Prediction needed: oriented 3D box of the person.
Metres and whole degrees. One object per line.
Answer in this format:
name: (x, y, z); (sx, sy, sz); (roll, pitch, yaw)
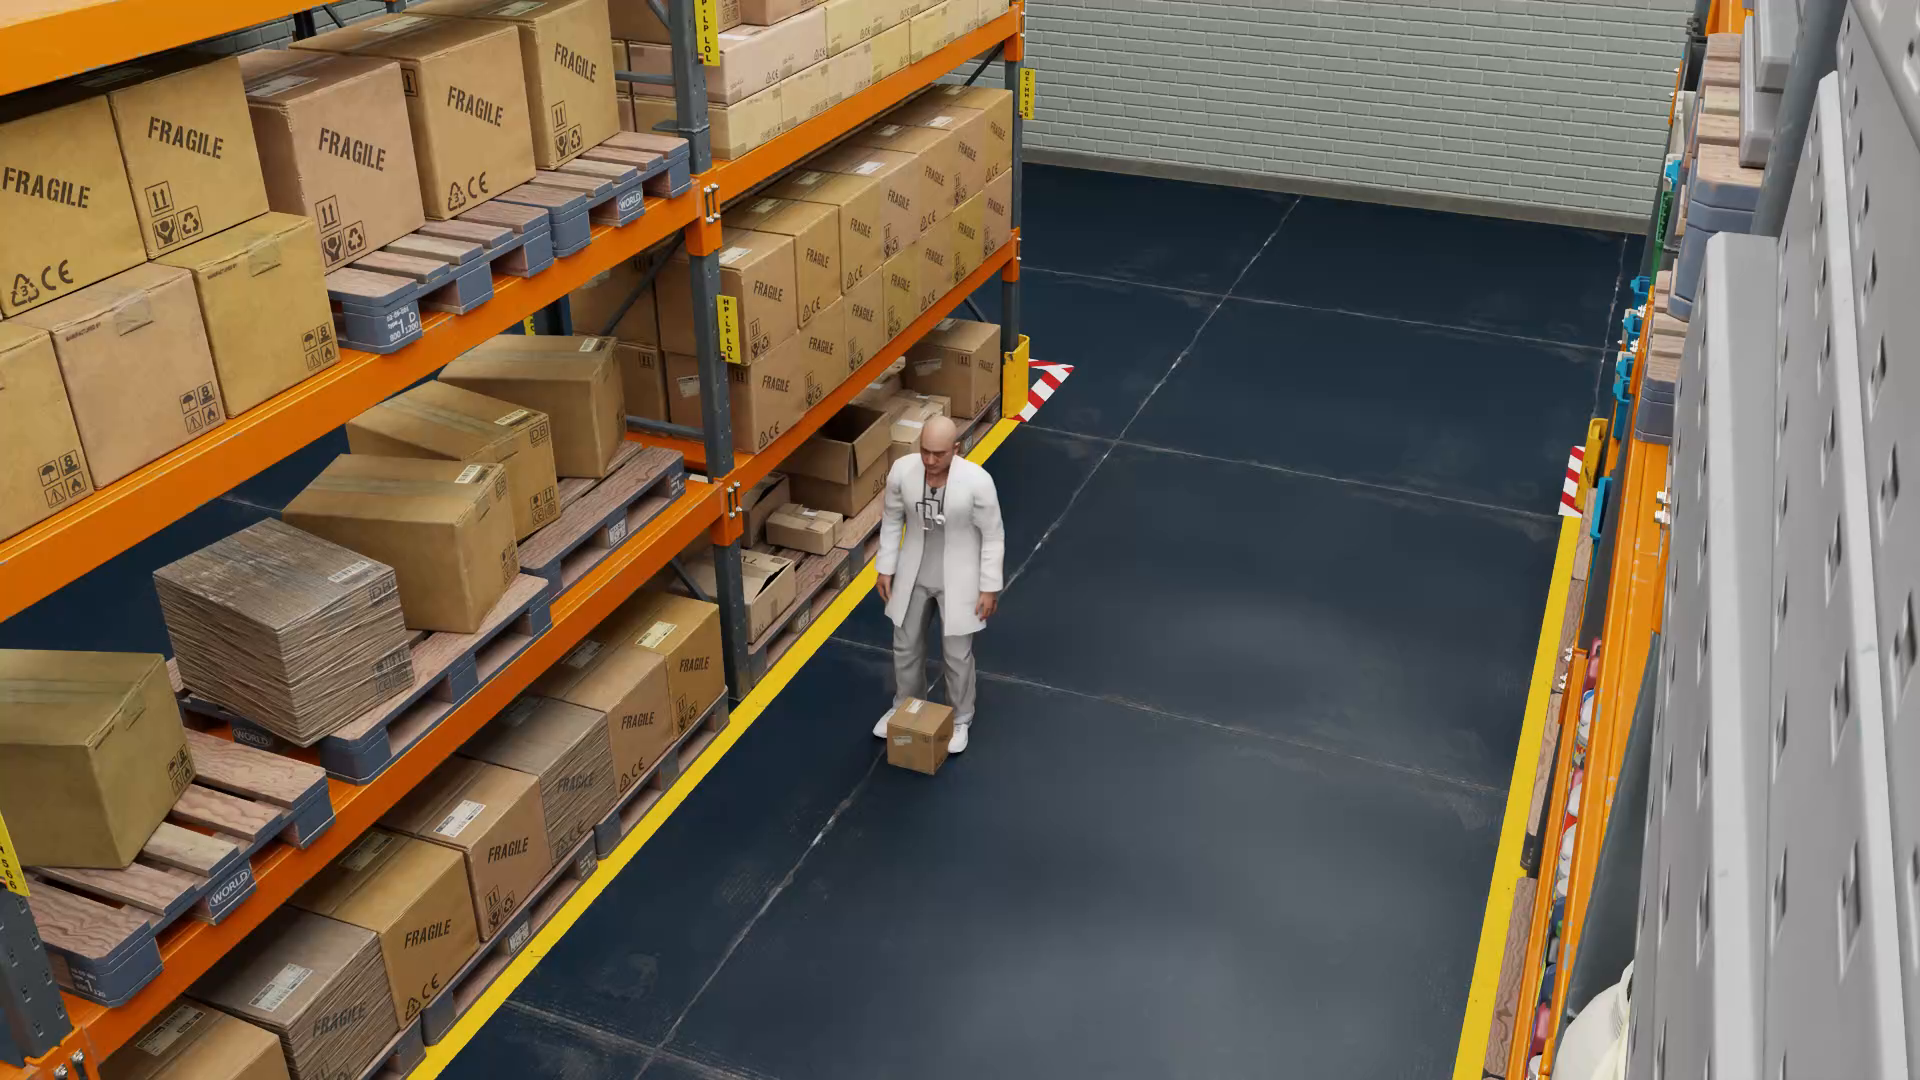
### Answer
person: (-0.102, 0.195, 8.070); (0.655, 1.775, 0.419); (10, 31, 17)
